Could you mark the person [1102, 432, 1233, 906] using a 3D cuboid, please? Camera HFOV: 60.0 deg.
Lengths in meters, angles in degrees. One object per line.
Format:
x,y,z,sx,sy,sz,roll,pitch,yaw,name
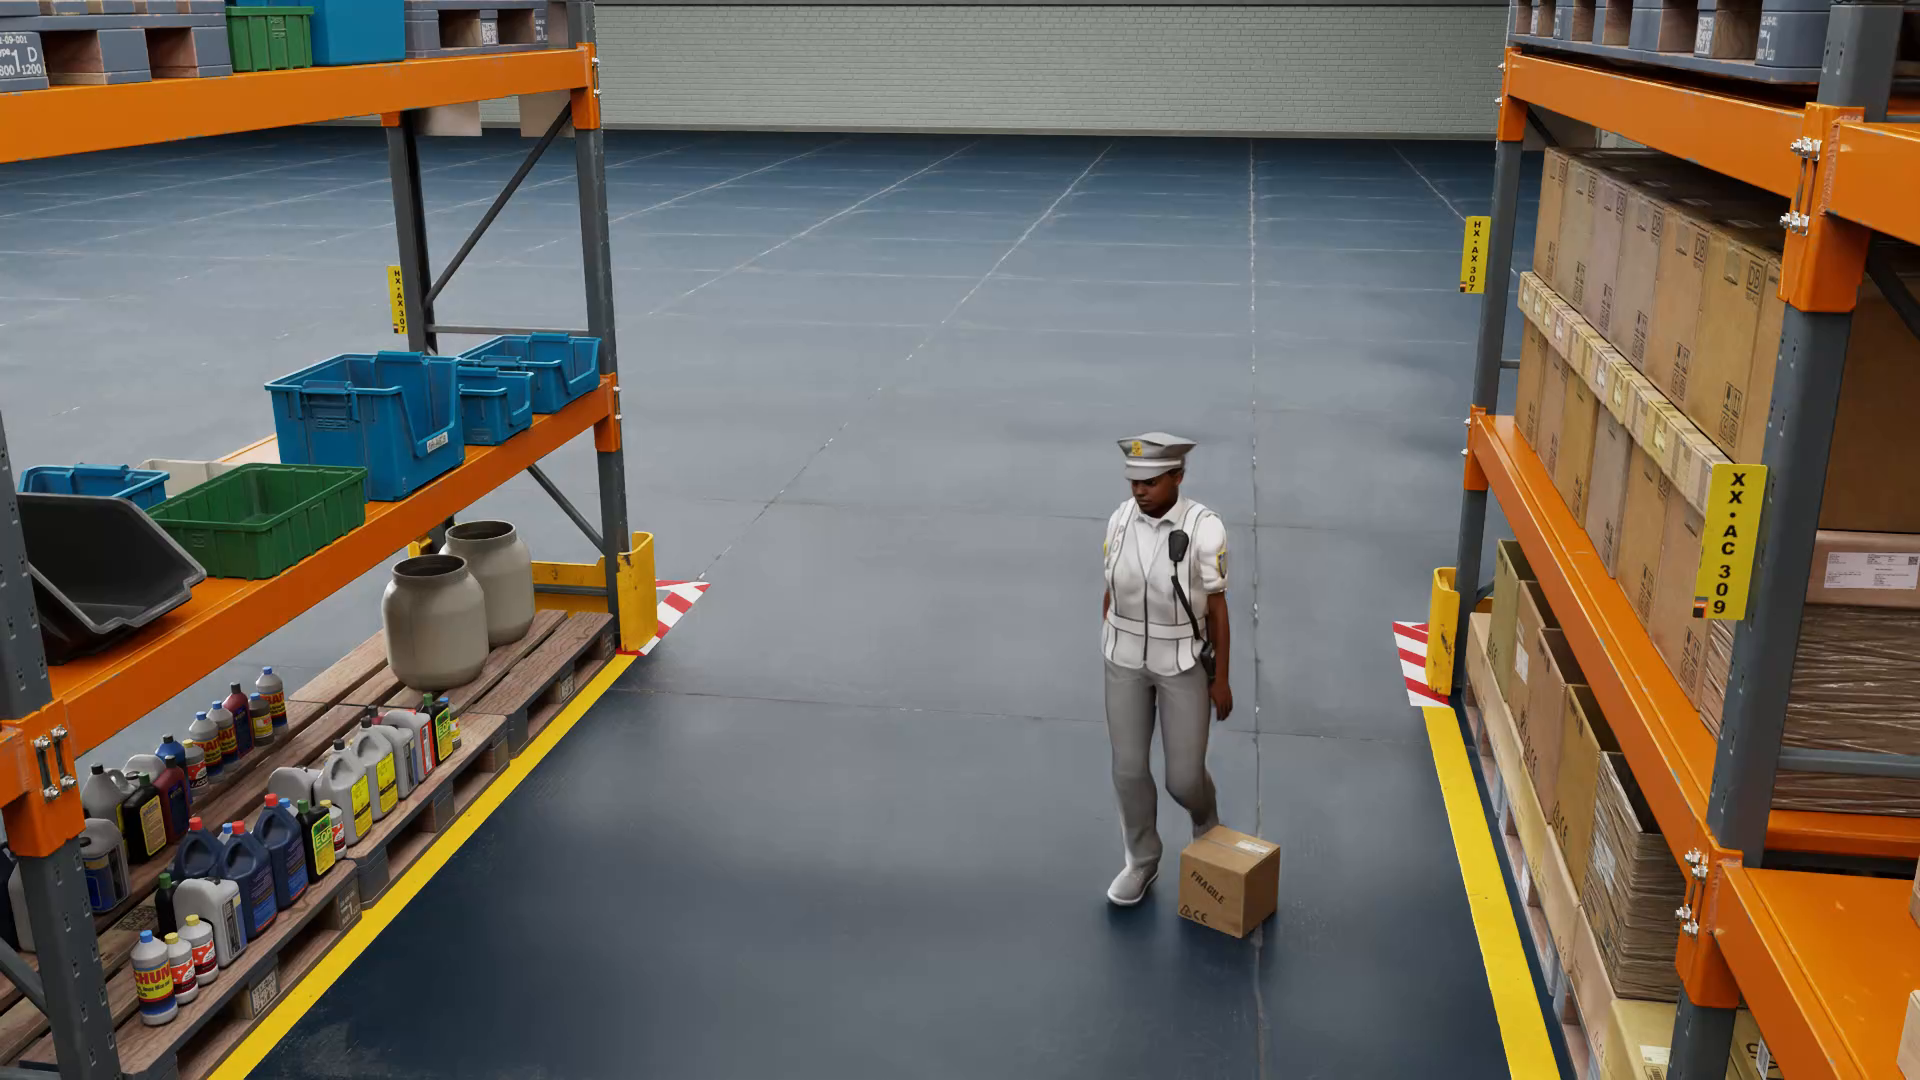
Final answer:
0.712,0.423,5.678,0.478,1.655,0.526,9,20,25,person
